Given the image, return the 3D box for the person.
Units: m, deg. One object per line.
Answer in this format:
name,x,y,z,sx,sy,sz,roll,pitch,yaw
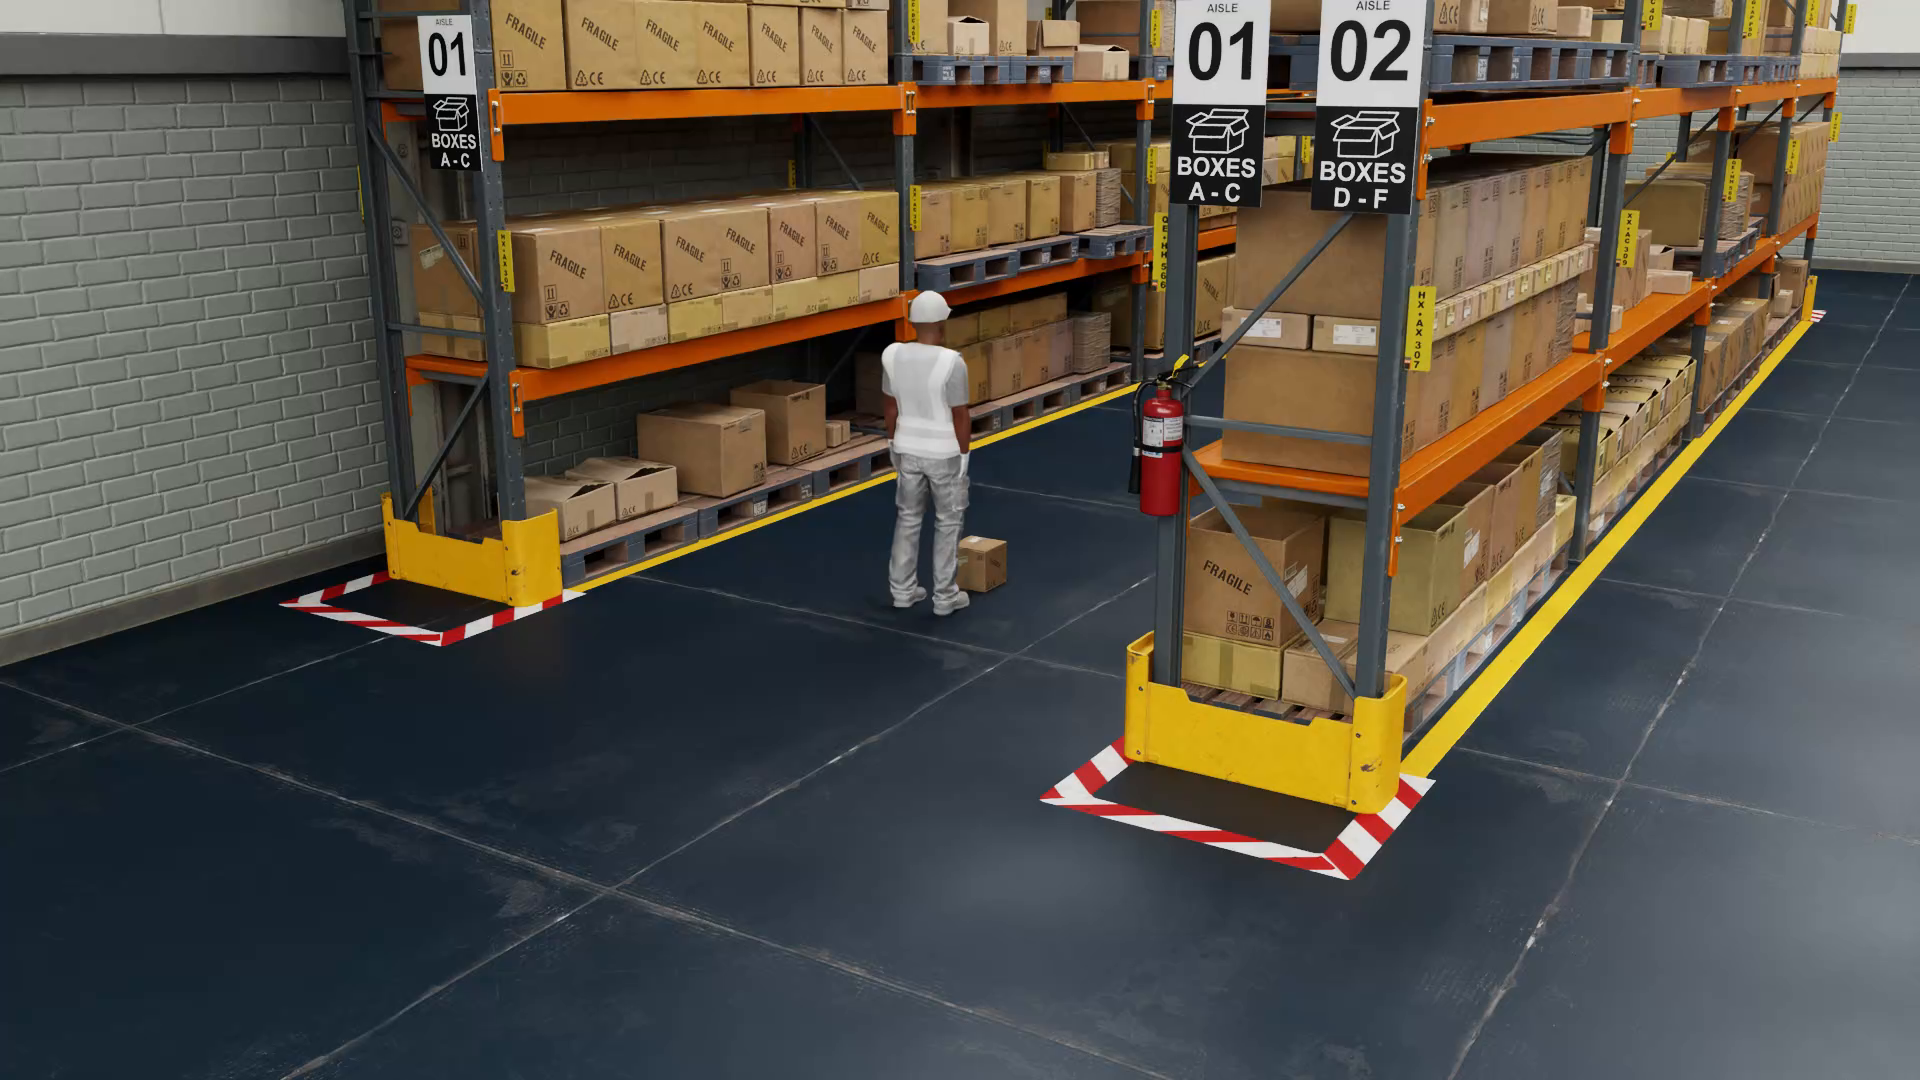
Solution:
person,-0.168,-0.481,9.178,0.551,1.787,0.356,10,19,32
